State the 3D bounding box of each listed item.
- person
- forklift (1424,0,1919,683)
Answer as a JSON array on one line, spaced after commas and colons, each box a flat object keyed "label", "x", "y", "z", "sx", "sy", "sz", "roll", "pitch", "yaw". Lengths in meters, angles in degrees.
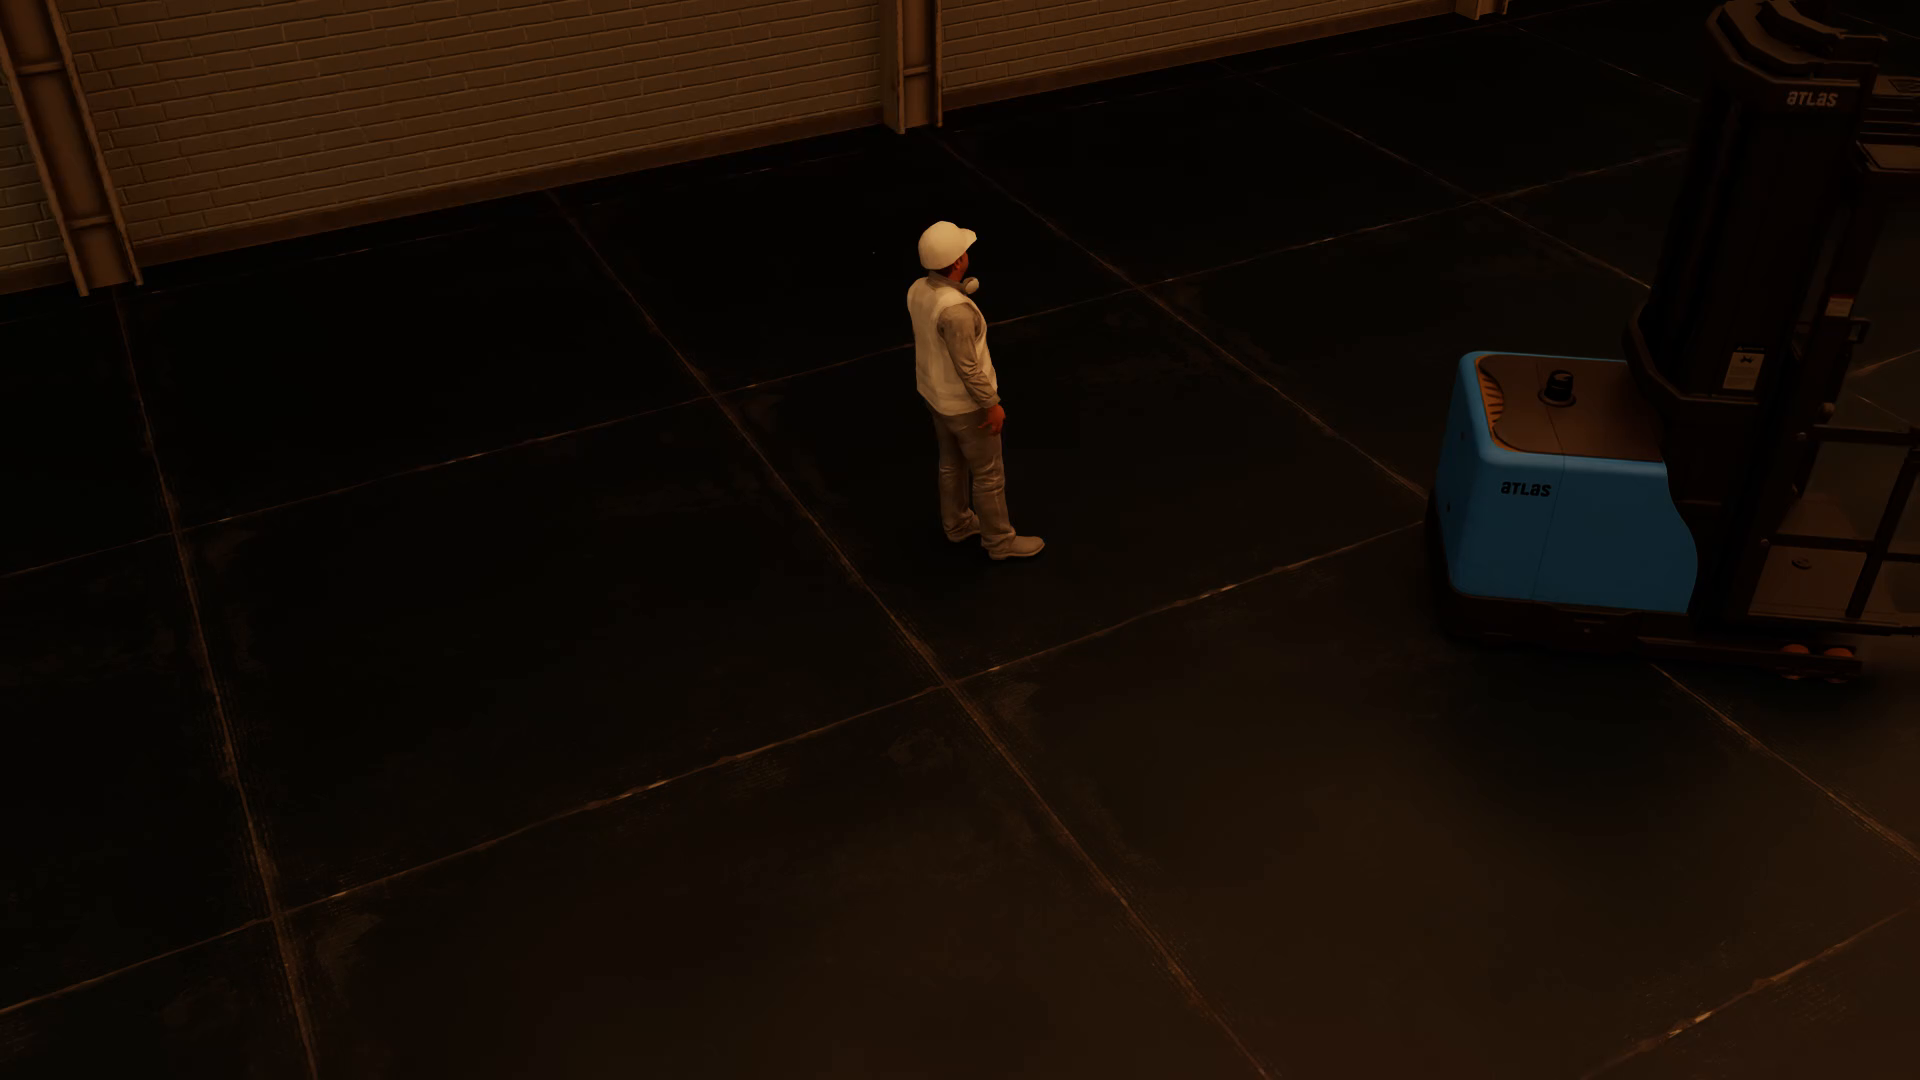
[{"label": "person", "x": 0.058, "y": -0.743, "z": 8.164, "sx": 0.568, "sy": 1.773, "sz": 0.632, "roll": -17, "pitch": 39, "yaw": -23}, {"label": "forklift", "x": 3.859, "y": -0.860, "z": 7.340, "sx": 3.031, "sy": 2.935, "sz": 1.130, "roll": 5, "pitch": 36, "yaw": 7}]
